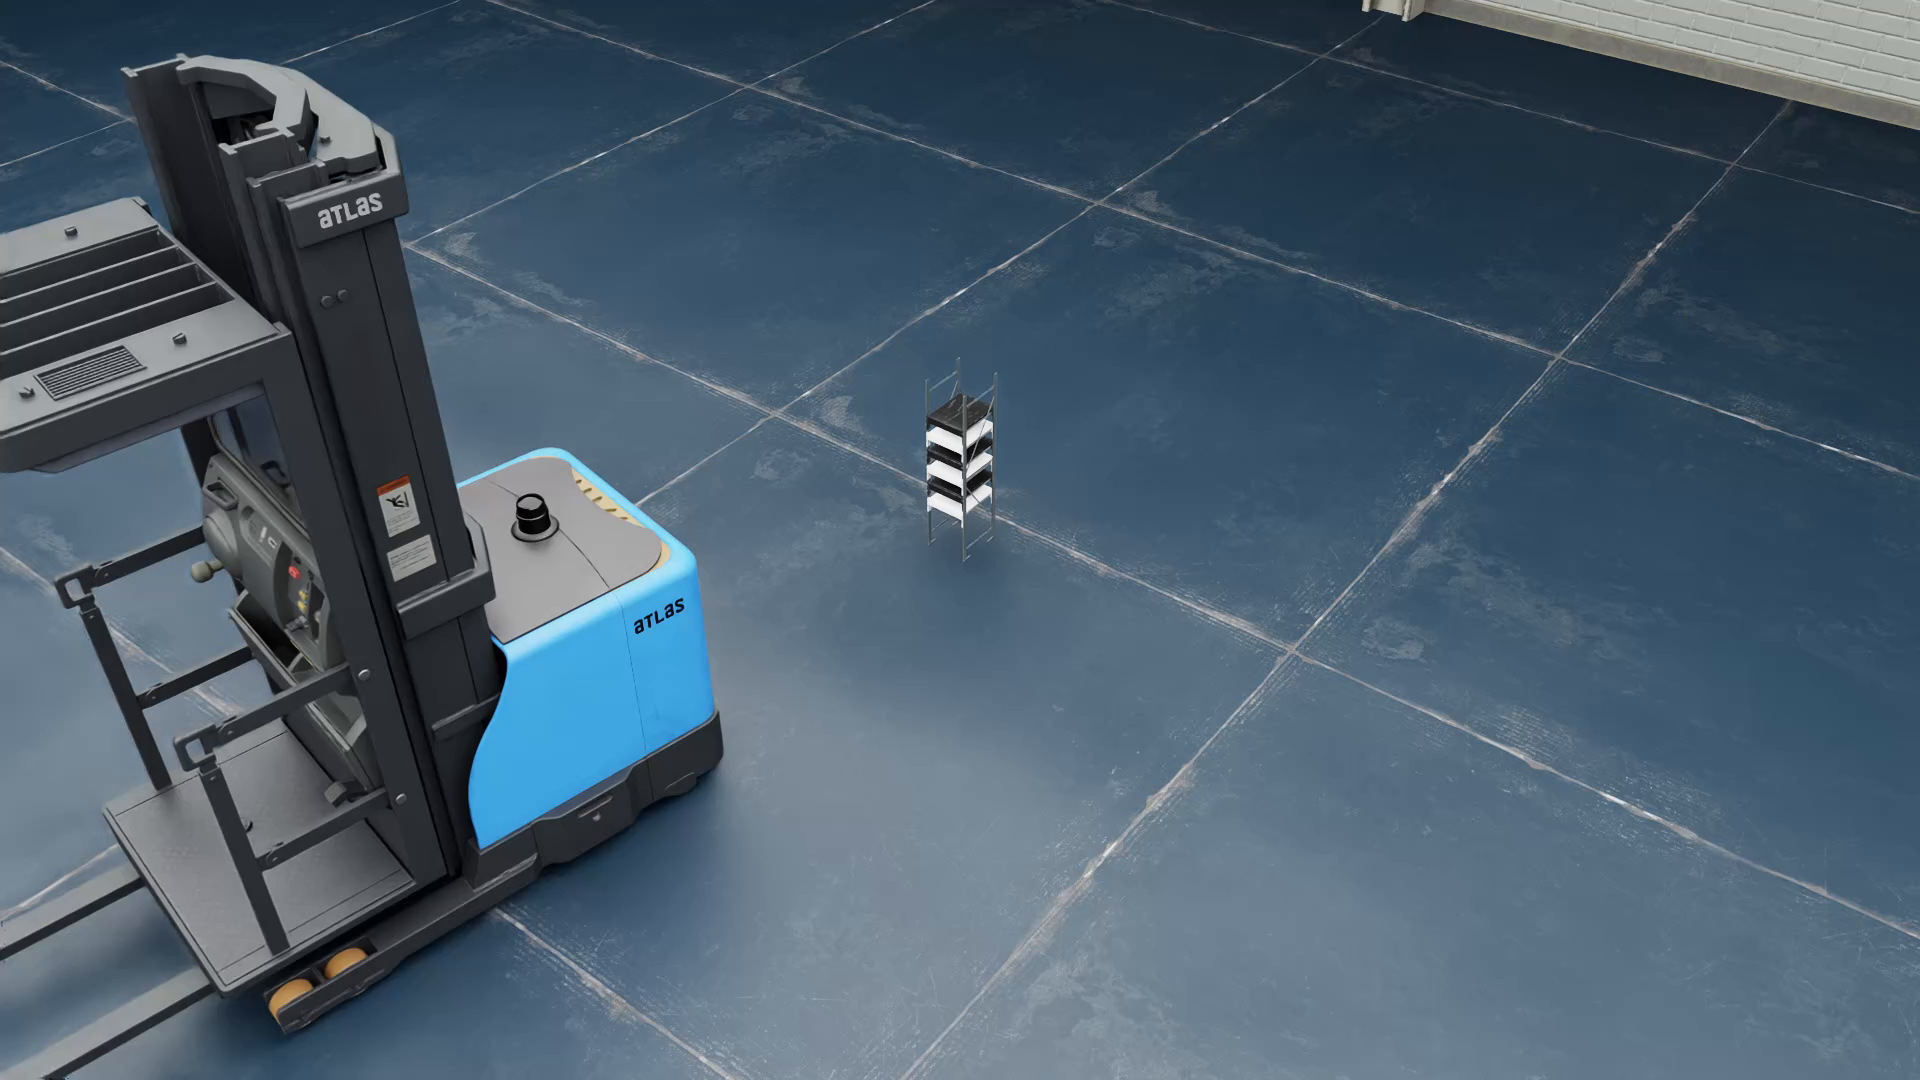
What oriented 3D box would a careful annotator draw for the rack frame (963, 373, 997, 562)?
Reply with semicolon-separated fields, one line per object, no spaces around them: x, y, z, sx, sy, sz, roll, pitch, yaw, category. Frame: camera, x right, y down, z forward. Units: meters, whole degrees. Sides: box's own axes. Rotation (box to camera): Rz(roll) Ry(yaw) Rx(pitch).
0.087;-0.313;7.420;0.006;0.900;0.240;25;45;29;rack frame

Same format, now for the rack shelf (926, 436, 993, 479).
0.006;-0.396;7.434;0.200;0.077;0.258;25;45;29;rack shelf

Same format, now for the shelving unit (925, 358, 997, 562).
0.006;-0.351;7.469;0.210;0.900;0.258;25;45;29;shelving unit

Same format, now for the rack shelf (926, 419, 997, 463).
0.006;-0.467;7.378;0.200;0.077;0.258;25;45;29;rack shelf

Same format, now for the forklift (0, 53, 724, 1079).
-2.365;0.134;5.202;3.031;2.935;1.130;-29;46;-32;forklift

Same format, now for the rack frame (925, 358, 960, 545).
-0.074;-0.389;7.517;0.006;0.900;0.240;25;45;29;rack frame

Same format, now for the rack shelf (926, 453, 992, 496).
0.006;-0.325;7.489;0.200;0.077;0.258;25;45;29;rack shelf

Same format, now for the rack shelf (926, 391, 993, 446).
0.006;-0.538;7.323;0.200;0.077;0.258;25;45;29;rack shelf

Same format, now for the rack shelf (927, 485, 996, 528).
0.006;-0.183;7.600;0.200;0.077;0.258;25;45;29;rack shelf

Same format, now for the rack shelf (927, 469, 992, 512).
0.006;-0.254;7.545;0.200;0.077;0.258;25;45;29;rack shelf

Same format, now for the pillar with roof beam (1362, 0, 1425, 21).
0.790;-5.600;7.603;0.400;9.000;9.100;25;45;29;pillar with roof beam
